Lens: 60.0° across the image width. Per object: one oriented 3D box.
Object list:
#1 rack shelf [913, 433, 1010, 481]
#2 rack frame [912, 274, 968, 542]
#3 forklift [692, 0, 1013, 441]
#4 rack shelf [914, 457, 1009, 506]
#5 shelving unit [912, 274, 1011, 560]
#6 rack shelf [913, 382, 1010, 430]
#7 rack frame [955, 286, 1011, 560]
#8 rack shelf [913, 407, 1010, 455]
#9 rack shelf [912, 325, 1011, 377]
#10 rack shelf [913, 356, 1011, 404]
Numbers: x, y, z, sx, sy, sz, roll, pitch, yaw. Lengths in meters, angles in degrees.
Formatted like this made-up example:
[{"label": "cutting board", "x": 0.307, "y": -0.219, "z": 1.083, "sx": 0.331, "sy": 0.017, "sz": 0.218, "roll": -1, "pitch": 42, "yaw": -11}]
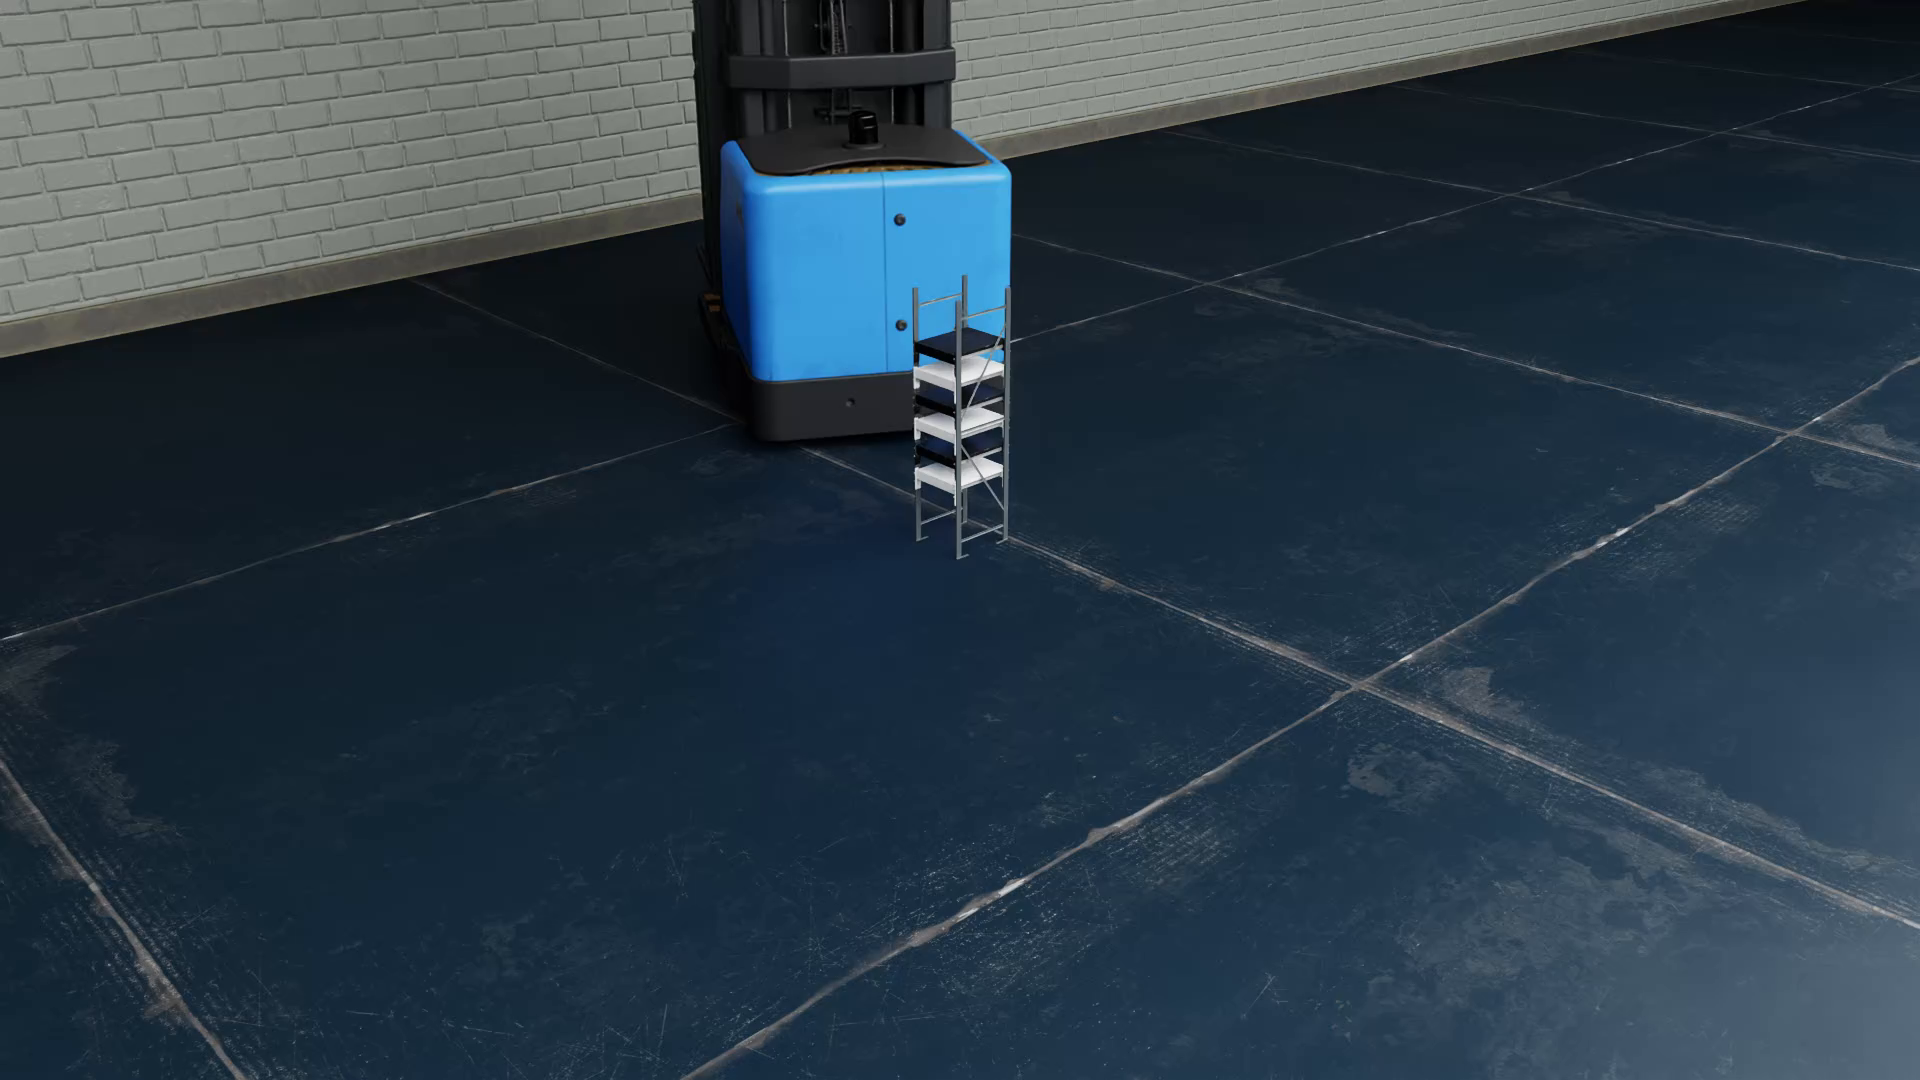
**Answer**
[{"label": "rack shelf", "x": 0.006, "y": -0.295, "z": 5.609, "sx": 0.258, "sy": 0.077, "sz": 0.200, "roll": -21, "pitch": 32, "yaw": -38}, {"label": "rack frame", "x": -0.064, "y": -0.438, "z": 5.625, "sx": 0.240, "sy": 0.900, "sz": 0.006, "roll": -21, "pitch": 32, "yaw": -38}, {"label": "forklift", "x": -0.636, "y": -2.300, "z": 7.260, "sx": 1.130, "sy": 2.935, "sz": 3.031, "roll": -6, "pitch": 25, "yaw": -12}, {"label": "rack shelf", "x": 0.006, "y": -0.213, "z": 5.646, "sx": 0.258, "sy": 0.077, "sz": 0.200, "roll": -21, "pitch": 32, "yaw": -38}, {"label": "shelving unit", "x": 0.006, "y": -0.407, "z": 5.558, "sx": 0.258, "sy": 0.900, "sz": 0.210, "roll": -21, "pitch": 32, "yaw": -38}, {"label": "rack shelf", "x": 0.006, "y": -0.459, "z": 5.534, "sx": 0.258, "sy": 0.077, "sz": 0.200, "roll": -21, "pitch": 32, "yaw": -38}, {"label": "rack frame", "x": 0.075, "y": -0.376, "z": 5.490, "sx": 0.240, "sy": 0.900, "sz": 0.006, "roll": -21, "pitch": 32, "yaw": -38}, {"label": "rack shelf", "x": 0.006, "y": -0.377, "z": 5.572, "sx": 0.258, "sy": 0.077, "sz": 0.200, "roll": -21, "pitch": 32, "yaw": -38}, {"label": "rack shelf", "x": 0.006, "y": -0.622, "z": 5.460, "sx": 0.258, "sy": 0.077, "sz": 0.200, "roll": -21, "pitch": 32, "yaw": -38}, {"label": "rack shelf", "x": 0.006, "y": -0.540, "z": 5.497, "sx": 0.258, "sy": 0.077, "sz": 0.200, "roll": -21, "pitch": 32, "yaw": -38}]
